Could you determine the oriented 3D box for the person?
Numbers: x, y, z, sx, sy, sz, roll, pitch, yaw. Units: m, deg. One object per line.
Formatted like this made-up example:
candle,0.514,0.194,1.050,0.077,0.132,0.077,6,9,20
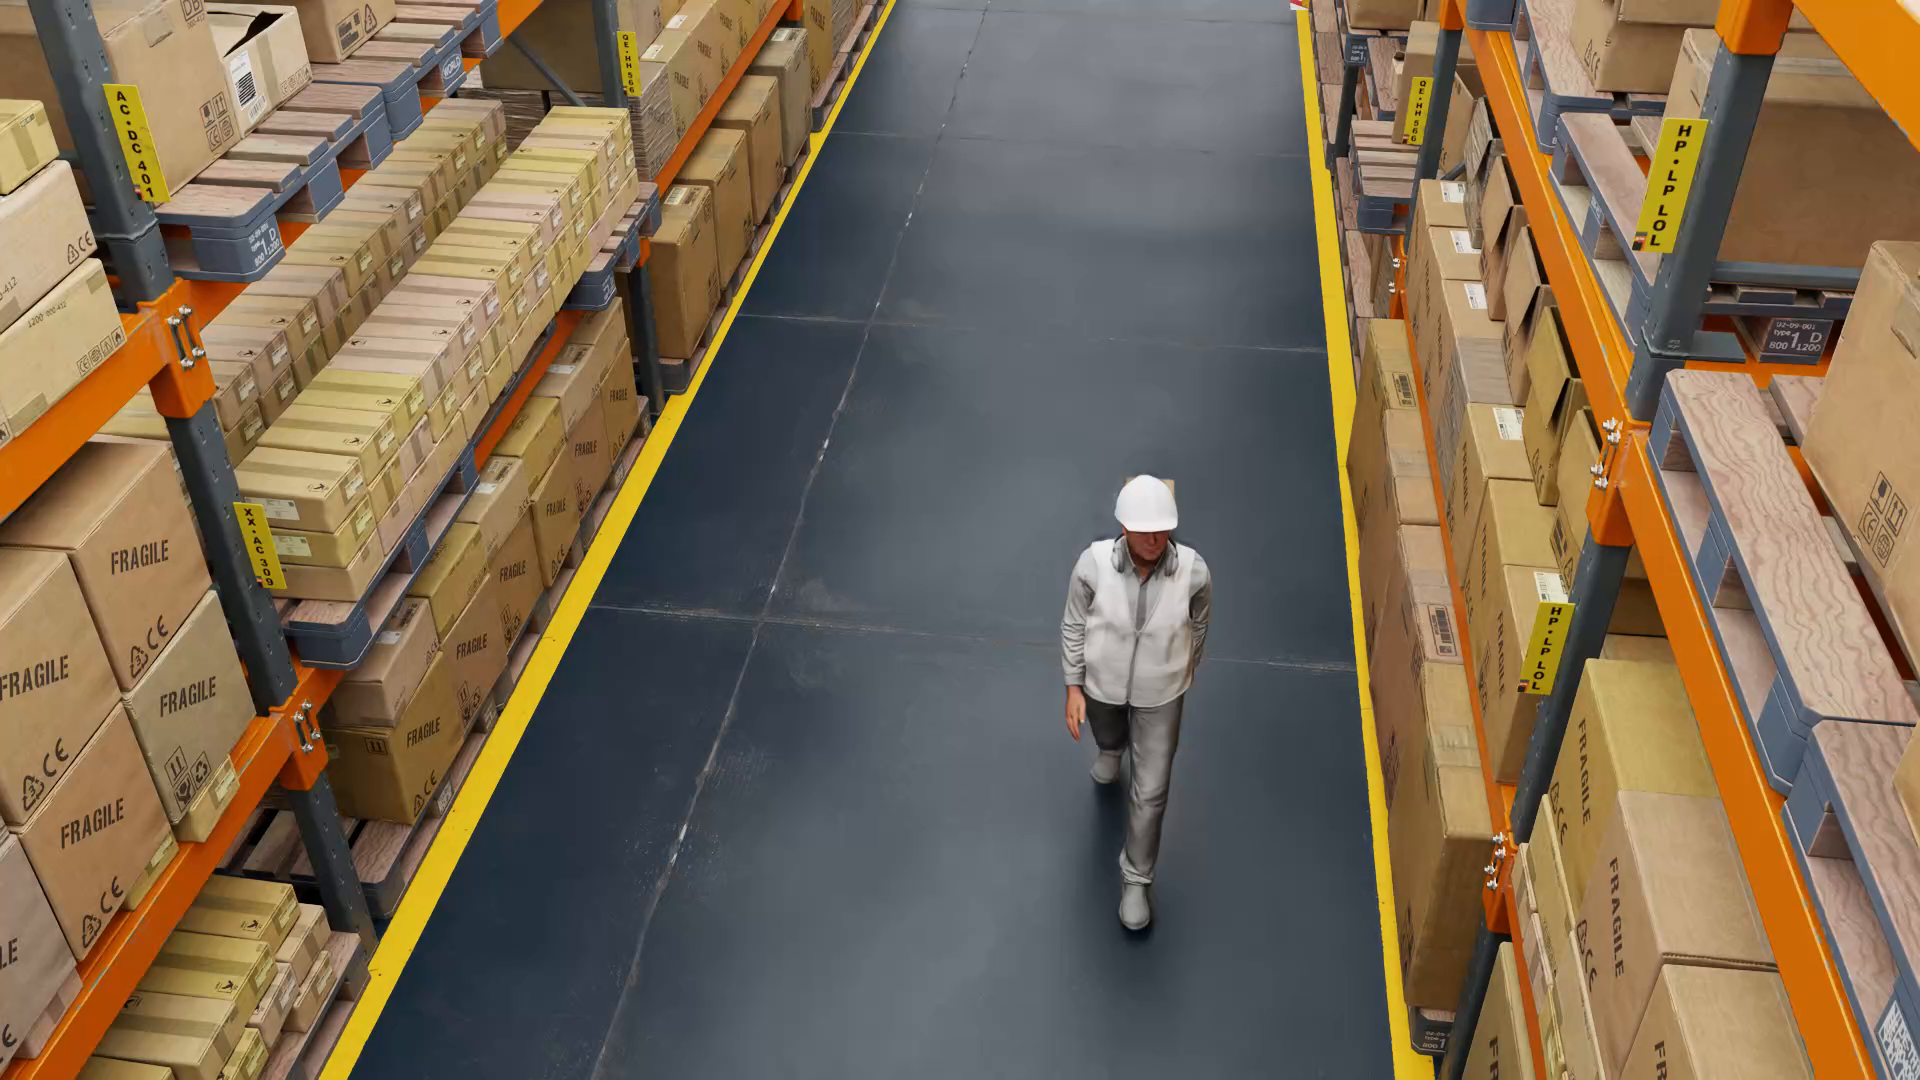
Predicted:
person,0.644,0.527,6.292,0.544,1.725,1.051,6,36,8
